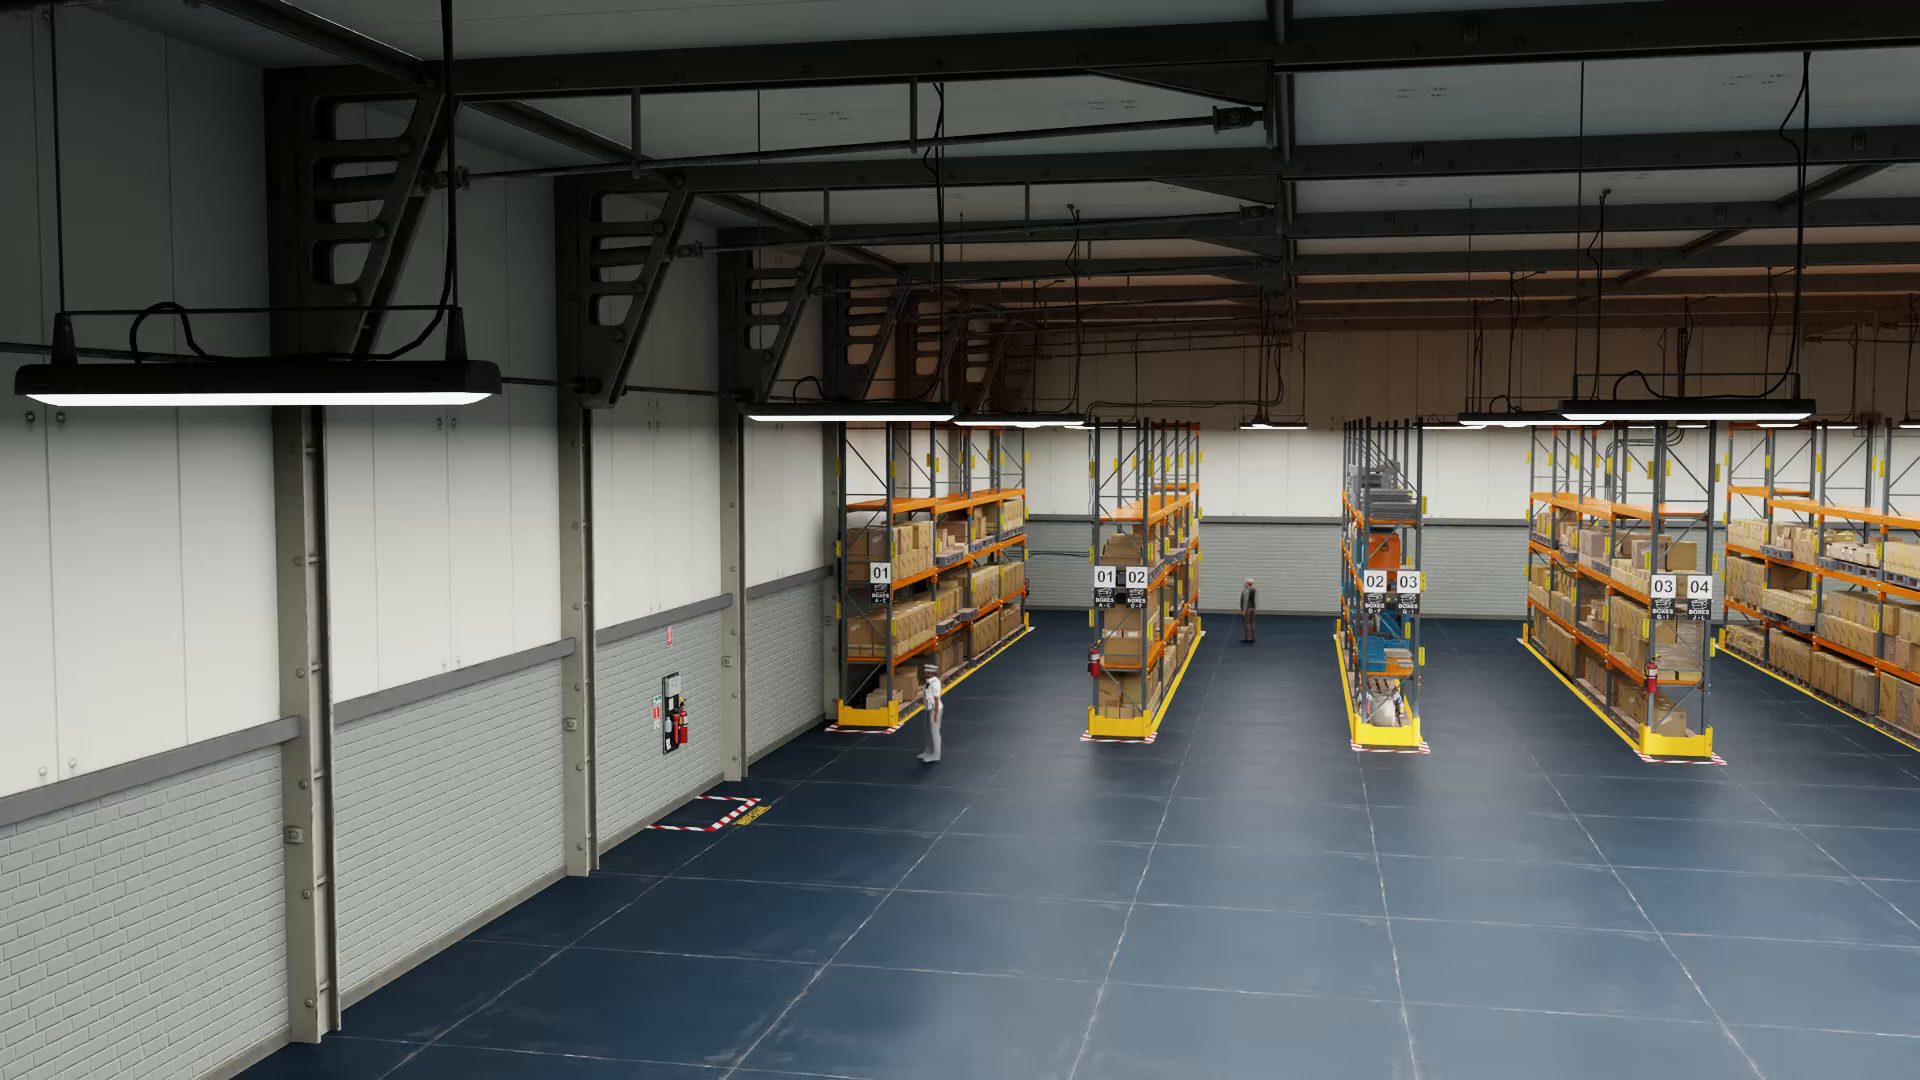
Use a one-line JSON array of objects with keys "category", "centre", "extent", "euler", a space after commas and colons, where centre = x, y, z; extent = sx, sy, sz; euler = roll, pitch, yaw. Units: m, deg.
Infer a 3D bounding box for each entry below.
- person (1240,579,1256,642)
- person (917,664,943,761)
[{"category": "person", "centre": [7.846, 1.922, 45.297], "extent": [0.396, 1.731, 0.568], "euler": [3, 5, 36]}, {"category": "person", "centre": [-0.523, 2.999, 29.007], "extent": [0.409, 1.674, 0.486], "euler": [-1, 4, -20]}]
